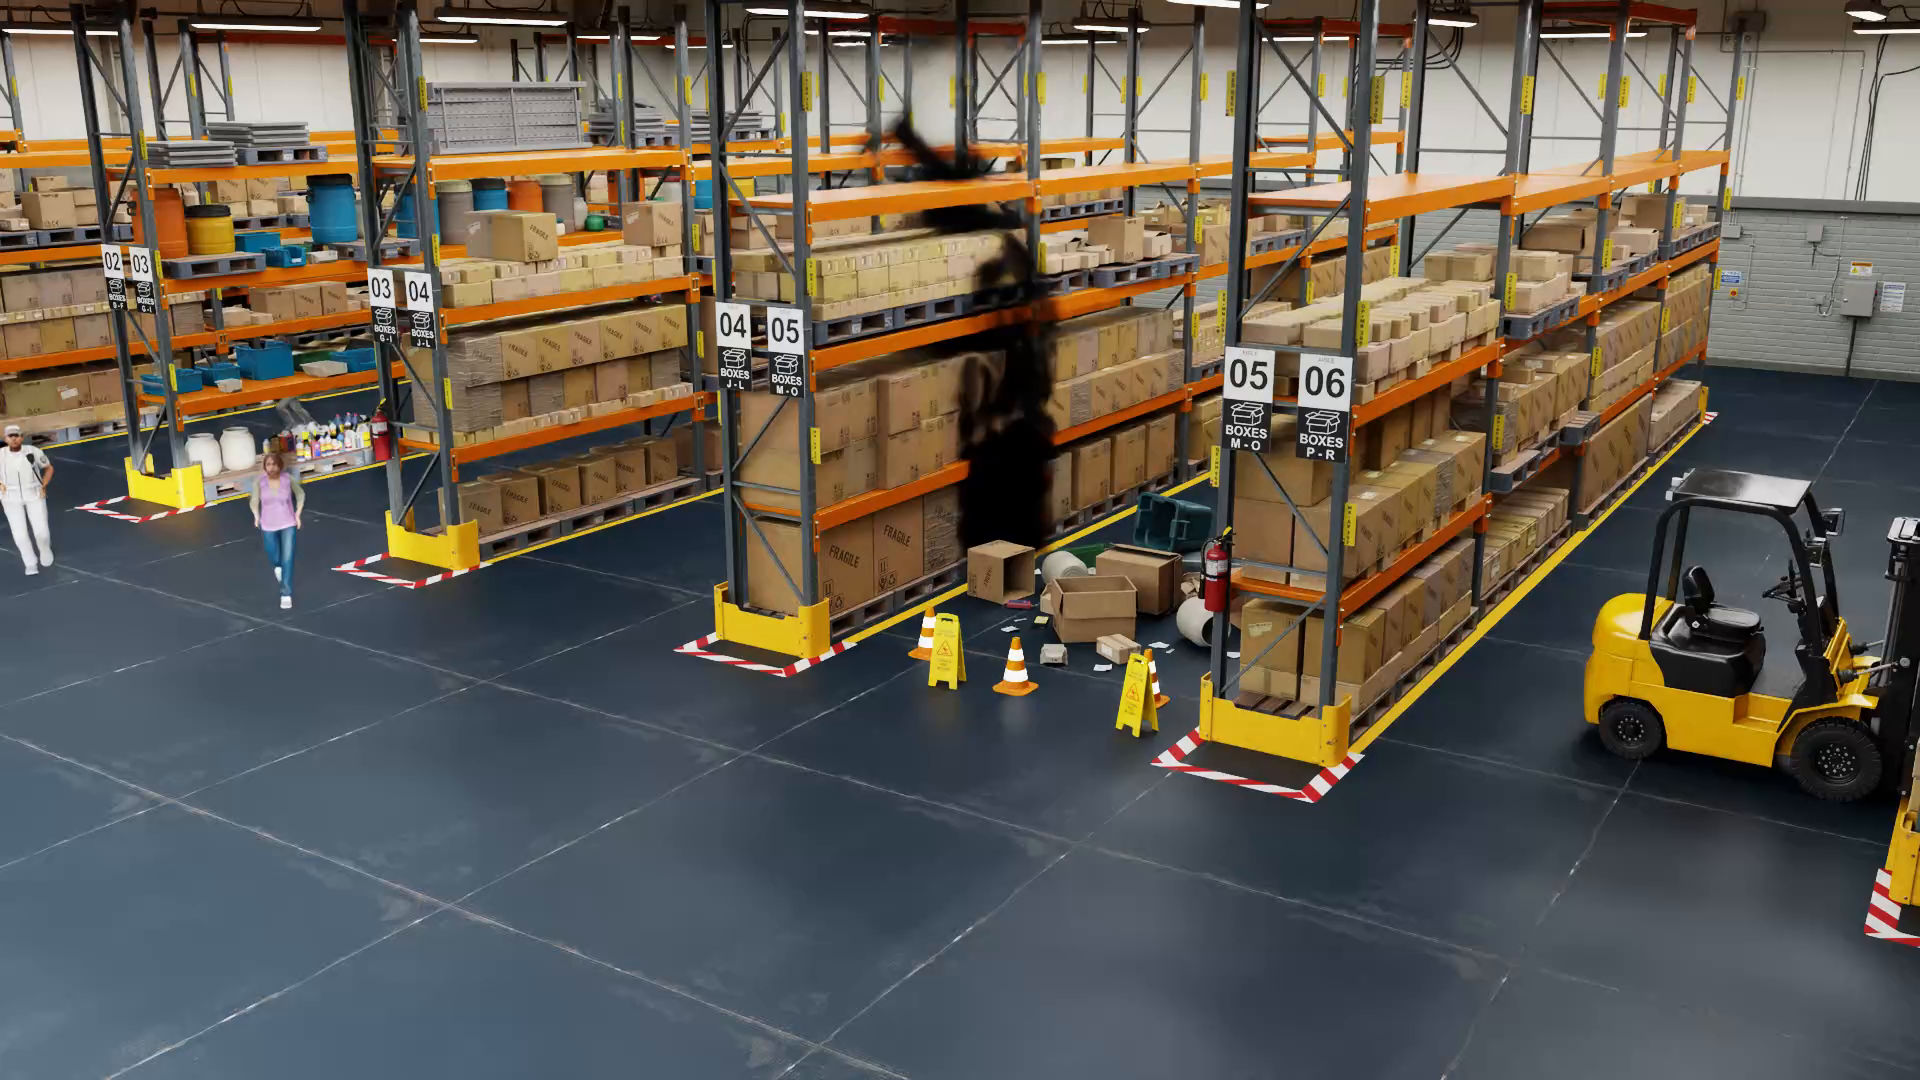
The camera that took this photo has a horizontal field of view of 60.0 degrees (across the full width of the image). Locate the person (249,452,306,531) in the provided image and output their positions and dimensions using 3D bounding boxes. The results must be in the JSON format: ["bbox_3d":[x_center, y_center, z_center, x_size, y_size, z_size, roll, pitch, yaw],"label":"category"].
[{"bbox_3d":[-6.838,-0.479,16.612,0.526,0.797,0.458,-5,16,-18],"label":"person"}]

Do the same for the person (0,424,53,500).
[{"bbox_3d":[-9.954,-0.808,17.581,0.599,0.812,0.515,-7,17,-25],"label":"person"}]

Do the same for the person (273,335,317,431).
[{"bbox_3d":[-9.665,-2.173,24.038,0.546,1.596,0.815,12,19,36],"label":"person"}]
